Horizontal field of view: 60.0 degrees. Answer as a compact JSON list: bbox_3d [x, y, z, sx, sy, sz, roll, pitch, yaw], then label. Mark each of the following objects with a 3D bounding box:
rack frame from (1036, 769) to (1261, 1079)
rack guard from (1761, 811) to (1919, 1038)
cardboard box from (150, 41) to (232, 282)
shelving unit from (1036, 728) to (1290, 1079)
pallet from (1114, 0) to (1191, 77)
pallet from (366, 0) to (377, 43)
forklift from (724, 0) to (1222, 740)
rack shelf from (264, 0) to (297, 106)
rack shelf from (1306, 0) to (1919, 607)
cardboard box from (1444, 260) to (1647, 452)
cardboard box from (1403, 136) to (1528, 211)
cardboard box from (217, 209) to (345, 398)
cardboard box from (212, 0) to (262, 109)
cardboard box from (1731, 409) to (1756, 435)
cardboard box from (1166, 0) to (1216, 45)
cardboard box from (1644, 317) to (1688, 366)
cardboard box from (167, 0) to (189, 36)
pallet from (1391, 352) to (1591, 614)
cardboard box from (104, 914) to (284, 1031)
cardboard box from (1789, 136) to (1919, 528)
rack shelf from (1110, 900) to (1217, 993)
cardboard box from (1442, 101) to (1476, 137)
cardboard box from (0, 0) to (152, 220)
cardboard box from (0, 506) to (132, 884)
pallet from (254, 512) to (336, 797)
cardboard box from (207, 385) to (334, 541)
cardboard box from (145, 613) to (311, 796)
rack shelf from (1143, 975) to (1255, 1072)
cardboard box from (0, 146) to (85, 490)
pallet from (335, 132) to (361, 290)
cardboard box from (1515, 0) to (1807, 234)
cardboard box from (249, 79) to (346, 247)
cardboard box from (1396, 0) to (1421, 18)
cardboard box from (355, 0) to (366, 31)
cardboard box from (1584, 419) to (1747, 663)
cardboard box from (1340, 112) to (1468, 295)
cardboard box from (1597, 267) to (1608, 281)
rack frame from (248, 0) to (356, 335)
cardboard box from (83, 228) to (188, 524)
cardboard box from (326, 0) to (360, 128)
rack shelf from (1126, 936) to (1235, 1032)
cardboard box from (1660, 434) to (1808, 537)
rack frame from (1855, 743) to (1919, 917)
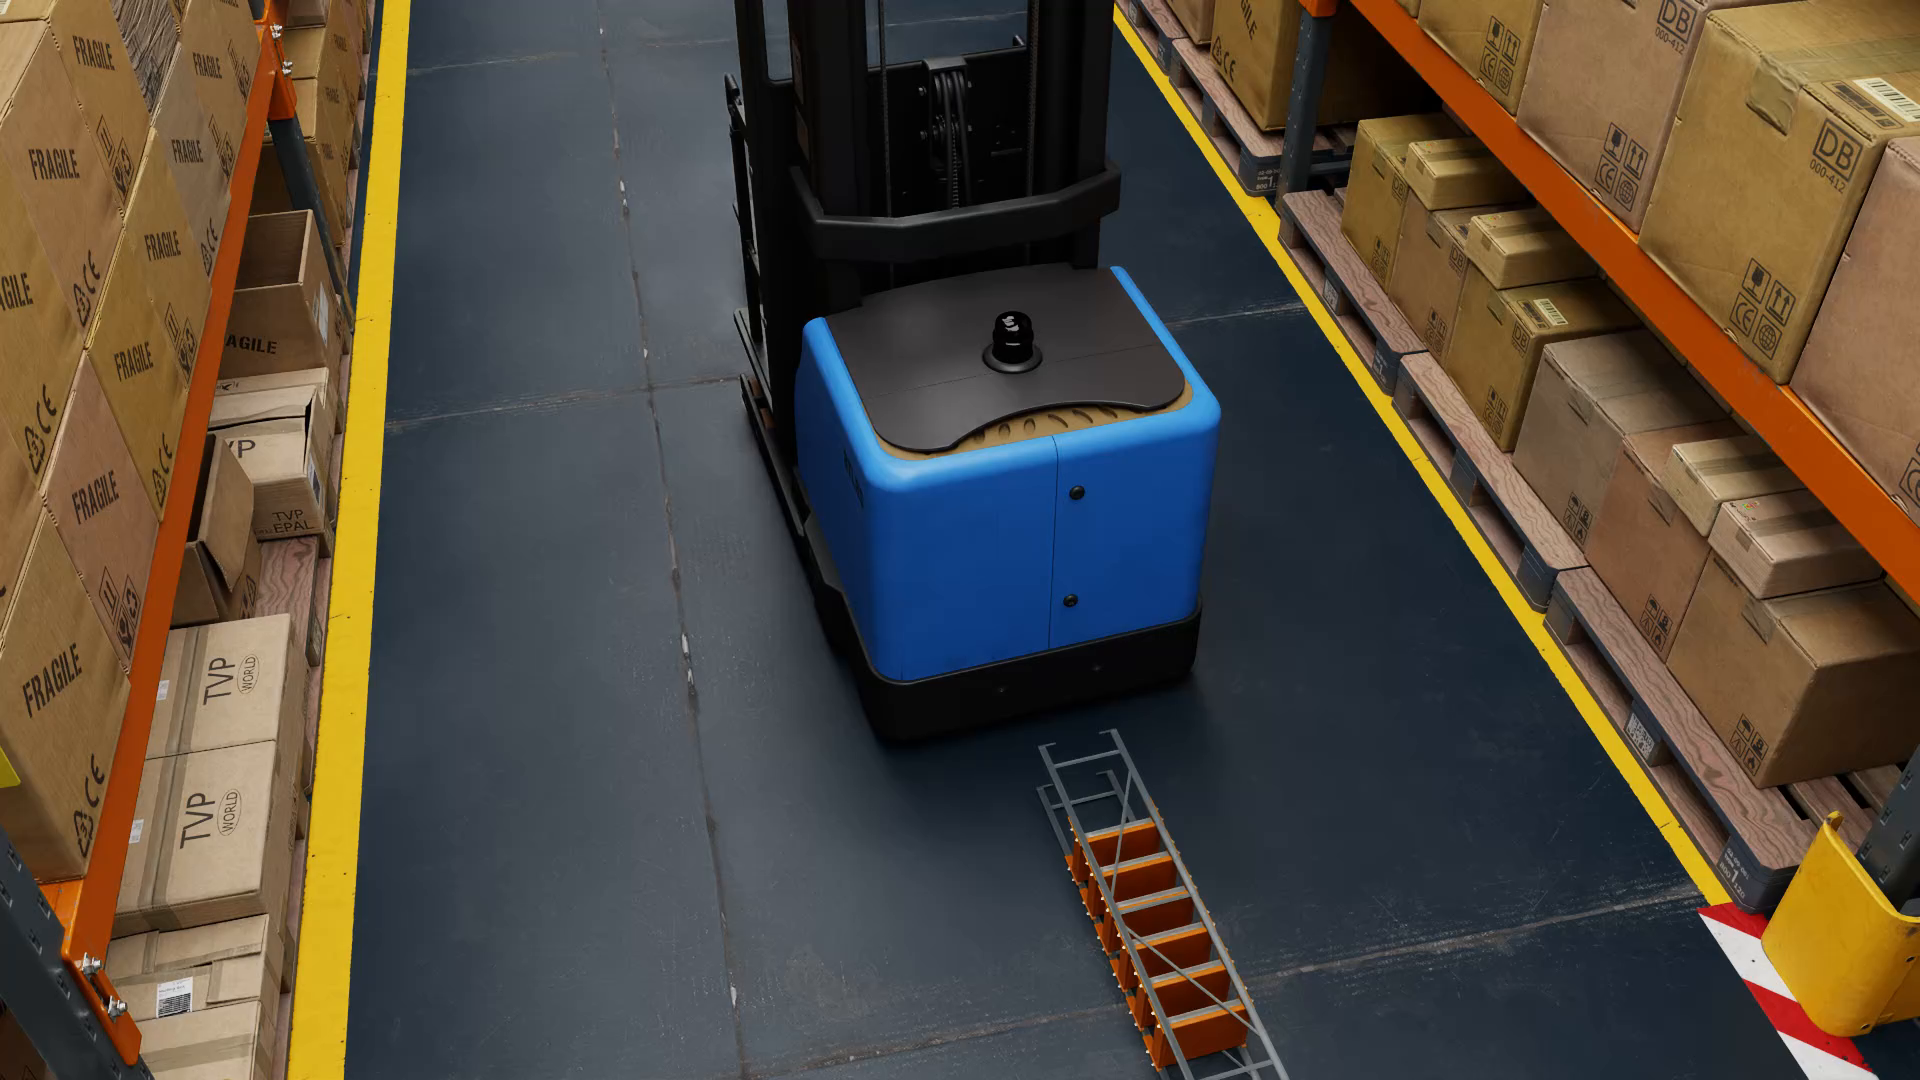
[{"bbox_3d":[0.513,1.093,4.509,0.240,0.006,1.200,-11,43,-13],"label":"rack frame"},{"bbox_3d":[2.768,0.913,4.345,1.175,0.500,0.348,-8,42,-9],"label":"rack guard"},{"bbox_3d":[-2.352,-1.001,4.543,0.500,0.500,0.500,-7,42,-8],"label":"cardboard box"},{"bbox_3d":[0.513,1.025,4.448,0.258,0.189,1.200,-11,43,-13],"label":"shelving unit"},{"bbox_3d":[1.393,-2.869,8.823,1.003,0.211,1.213,-8,42,-9],"label":"pallet"},{"bbox_3d":[-3.676,-2.978,8.946,1.003,0.211,1.213,-8,42,-9],"label":"pallet"},{"bbox_3d":[-0.185,-1.491,5.221,1.130,2.935,3.031,-12,43,-13],"label":"forklift"},{"bbox_3d":[-3.368,-2.945,7.350,1.077,0.370,4.000,-8,42,-9],"label":"rack shelf"},{"bbox_3d":[2.331,-1.065,5.232,1.077,0.370,4.000,-8,42,-9],"label":"rack shelf"},{"bbox_3d":[2.175,-0.694,5.839,0.700,0.500,0.500,-7,42,-8],"label":"cardboard box"},{"bbox_3d":[1.857,-1.347,6.086,0.380,0.149,0.250,-7,42,-8],"label":"cardboard box"},{"bbox_3d":[-2.537,-0.819,5.965,0.500,0.500,0.500,-8,42,-9],"label":"cardboard box"},{"bbox_3d":[-2.578,-1.668,5.294,0.500,0.500,0.500,-8,42,-9],"label":"cardboard box"},{"bbox_3d":[2.573,-0.380,4.996,0.380,0.149,0.250,-8,42,-9],"label":"cardboard box"},{"bbox_3d":[1.438,-2.962,8.130,0.750,0.750,0.750,-7,42,-8],"label":"cardboard box"},{"bbox_3d":[2.461,-0.711,5.369,0.380,0.149,0.250,-8,42,-9],"label":"cardboard box"},{"bbox_3d":[-2.461,-1.707,4.585,0.500,0.500,0.500,-9,42,-10],"label":"cardboard box"},{"bbox_3d":[2.254,-0.291,5.919,1.003,0.211,1.213,-8,42,-9],"label":"pallet"},{"bbox_3d":[-1.882,1.087,4.068,0.380,0.166,0.250,-8,42,-9],"label":"cardboard box"},{"bbox_3d":[2.643,-0.479,3.804,0.980,0.700,0.700,-7,42,-7],"label":"cardboard box"},{"bbox_3d":[0.535,1.073,4.394,0.258,0.180,0.103,-11,43,-13],"label":"rack shelf"},{"bbox_3d":[2.124,-1.718,6.504,0.380,0.149,0.250,-9,42,-10],"label":"cardboard box"},{"bbox_3d":[-2.245,-1.054,3.849,0.500,0.500,0.500,-9,42,-10],"label":"cardboard box"},{"bbox_3d":[-1.911,0.312,3.064,0.500,0.500,0.500,-8,42,-8],"label":"cardboard box"},{"bbox_3d":[-2.522,0.363,5.183,1.003,0.211,1.213,-8,42,-9],"label":"pallet"},{"bbox_3d":[-2.375,-0.262,5.480,0.500,0.311,0.500,-8,42,-9],"label":"cardboard box"},{"bbox_3d":[-2.129,0.497,4.670,0.500,0.250,0.500,-8,42,-9],"label":"cardboard box"},{"bbox_3d":[0.604,1.227,4.223,0.258,0.180,0.103,-11,43,-13],"label":"rack shelf"},{"bbox_3d":[-2.032,-0.400,3.112,0.500,0.500,0.500,-8,42,-9],"label":"cardboard box"},{"bbox_3d":[-3.149,-1.397,7.165,1.003,0.211,1.213,-8,42,-9],"label":"pallet"},{"bbox_3d":[2.320,-1.444,4.891,0.980,0.700,0.700,-10,43,-11],"label":"cardboard box"},{"bbox_3d":[-2.803,-1.496,6.727,0.500,0.500,0.500,-10,43,-11],"label":"cardboard box"},{"bbox_3d":[2.001,-2.388,5.955,0.980,0.700,0.700,-8,42,-9],"label":"cardboard box"},{"bbox_3d":[-3.257,-2.832,8.233,0.500,0.500,0.500,-10,43,-11],"label":"cardboard box"},{"bbox_3d":[2.406,-0.023,5.083,0.700,0.500,0.500,-8,42,-9],"label":"cardboard box"},{"bbox_3d":[1.961,-1.353,6.581,0.700,0.500,0.500,-8,42,-9],"label":"cardboard box"},{"bbox_3d":[2.350,-1.042,5.742,0.380,0.149,0.250,-8,42,-9],"label":"cardboard box"},{"bbox_3d":[-2.936,-1.918,5.651,1.000,3.000,0.127,-8,42,-9],"label":"rack frame"},{"bbox_3d":[-2.133,-0.347,3.806,0.500,0.500,0.500,-8,42,-9],"label":"cardboard box"},{"bbox_3d":[-3.029,-2.165,7.481,0.500,0.500,0.500,-8,42,-9],"label":"cardboard box"},{"bbox_3d":[0.569,1.150,4.309,0.258,0.180,0.103,-11,43,-13],"label":"rack shelf"},{"bbox_3d":[2.253,-0.164,4.753,0.380,0.149,0.250,-7,42,-8],"label":"cardboard box"},{"bbox_3d":[2.763,-0.037,3.533,1.000,3.000,0.127,-8,42,-9],"label":"rack frame"}]
